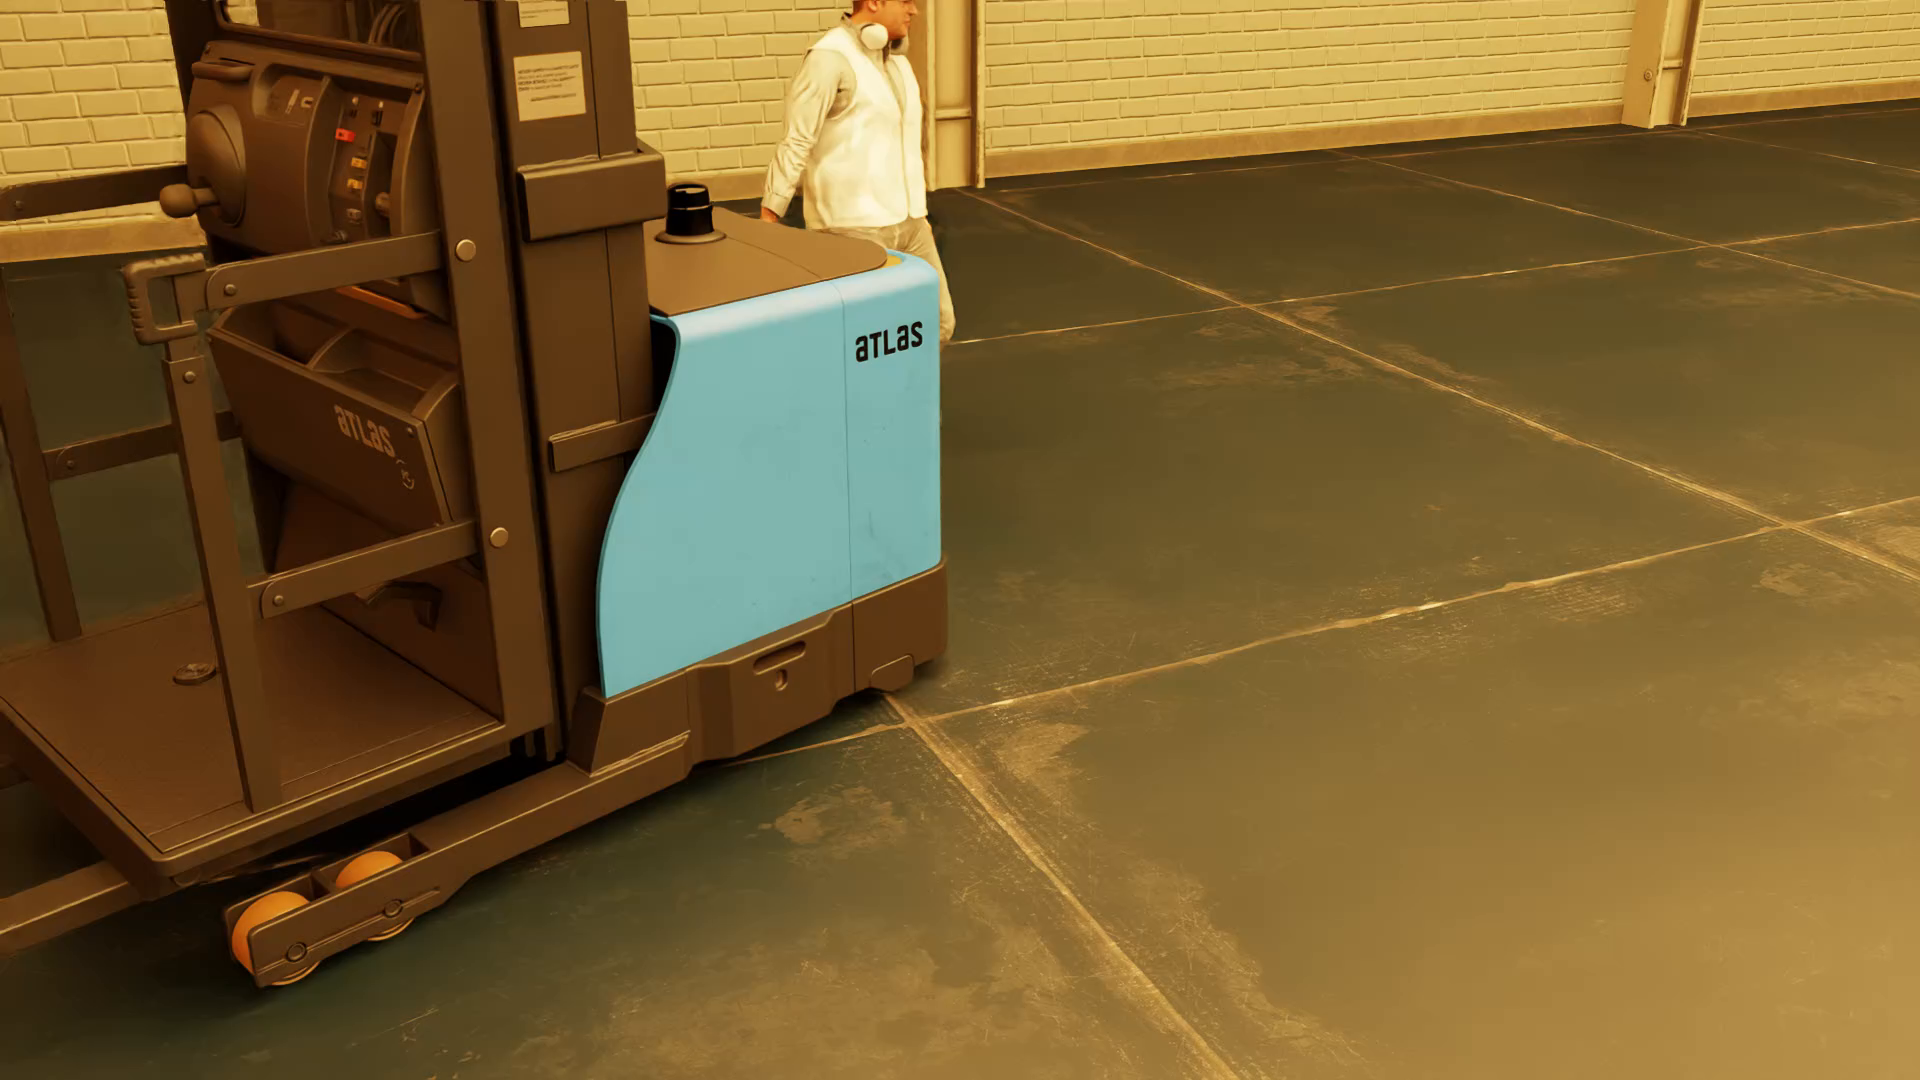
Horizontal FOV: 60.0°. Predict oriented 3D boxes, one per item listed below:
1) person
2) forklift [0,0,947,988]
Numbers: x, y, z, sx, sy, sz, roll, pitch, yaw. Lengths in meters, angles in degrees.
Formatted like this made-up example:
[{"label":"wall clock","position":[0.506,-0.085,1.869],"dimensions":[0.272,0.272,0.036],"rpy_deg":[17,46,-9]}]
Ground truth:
[{"label":"person","position":[-0.377,-1.078,5.506],"dimensions":[0.486,1.699,0.873],"rpy_deg":[14,26,30]},{"label":"forklift","position":[-1.425,-0.746,3.082],"dimensions":[1.130,2.935,3.031],"rpy_deg":[21,30,40]}]
